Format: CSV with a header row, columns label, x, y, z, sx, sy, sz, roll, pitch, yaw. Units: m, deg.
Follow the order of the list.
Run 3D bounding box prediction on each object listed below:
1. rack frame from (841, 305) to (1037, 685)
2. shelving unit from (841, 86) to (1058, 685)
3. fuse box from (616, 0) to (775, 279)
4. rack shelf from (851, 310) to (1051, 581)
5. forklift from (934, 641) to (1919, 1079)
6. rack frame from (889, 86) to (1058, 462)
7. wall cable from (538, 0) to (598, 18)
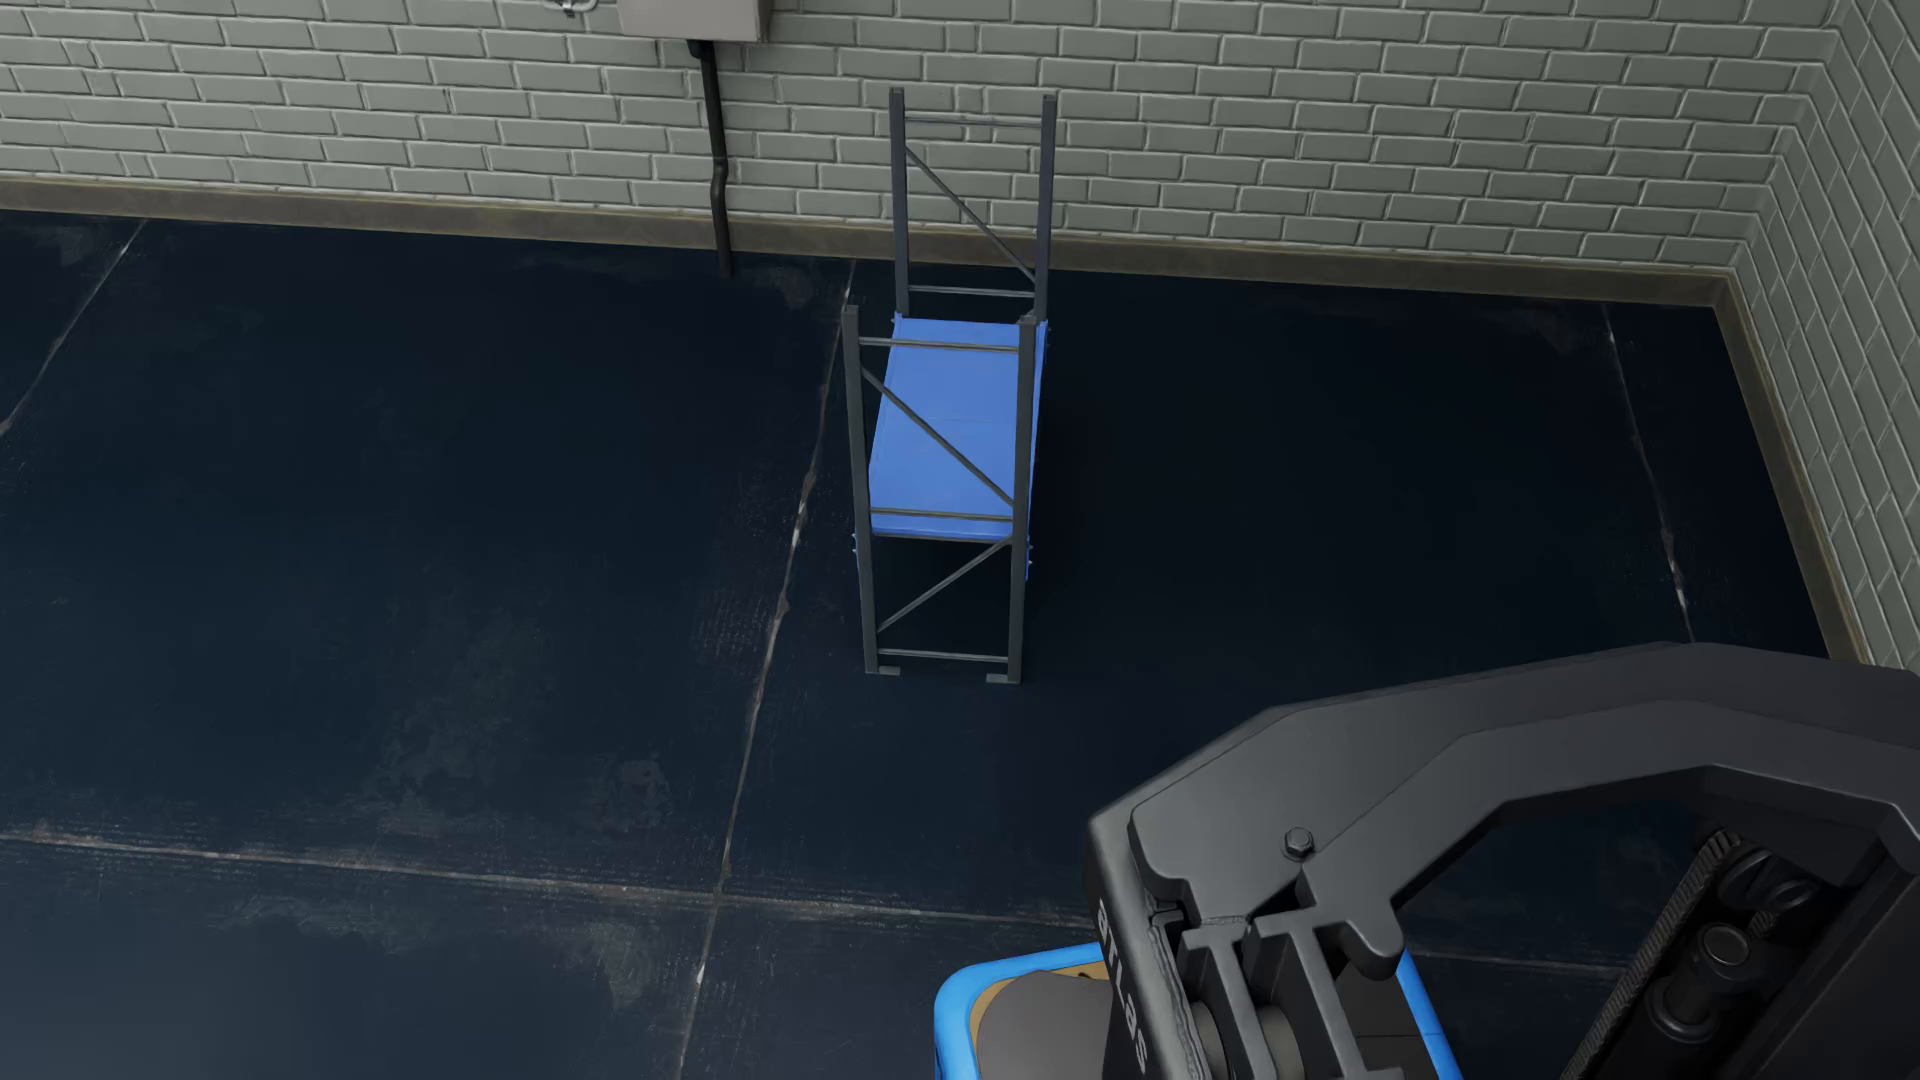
label,x,y,z,sx,sy,sz,roll,pitch,yaw
rack frame,-0.054,-0.070,4.798,0.500,1.500,0.032,4,48,4
shelving unit,-0.008,-0.443,5.139,0.538,1.500,1.048,4,48,4
fuse box,-0.918,-1.632,6.083,0.539,1.711,0.414,4,48,4
rack shelf,-0.008,-0.322,5.272,0.538,0.185,1.000,4,48,4
forklift,0.728,1.635,2.268,1.130,2.935,3.031,-9,48,-8
rack frame,0.039,-0.817,5.481,0.500,1.500,0.032,4,48,4
wall cable,-1.583,-2.571,5.380,0.588,1.984,0.122,4,48,4
